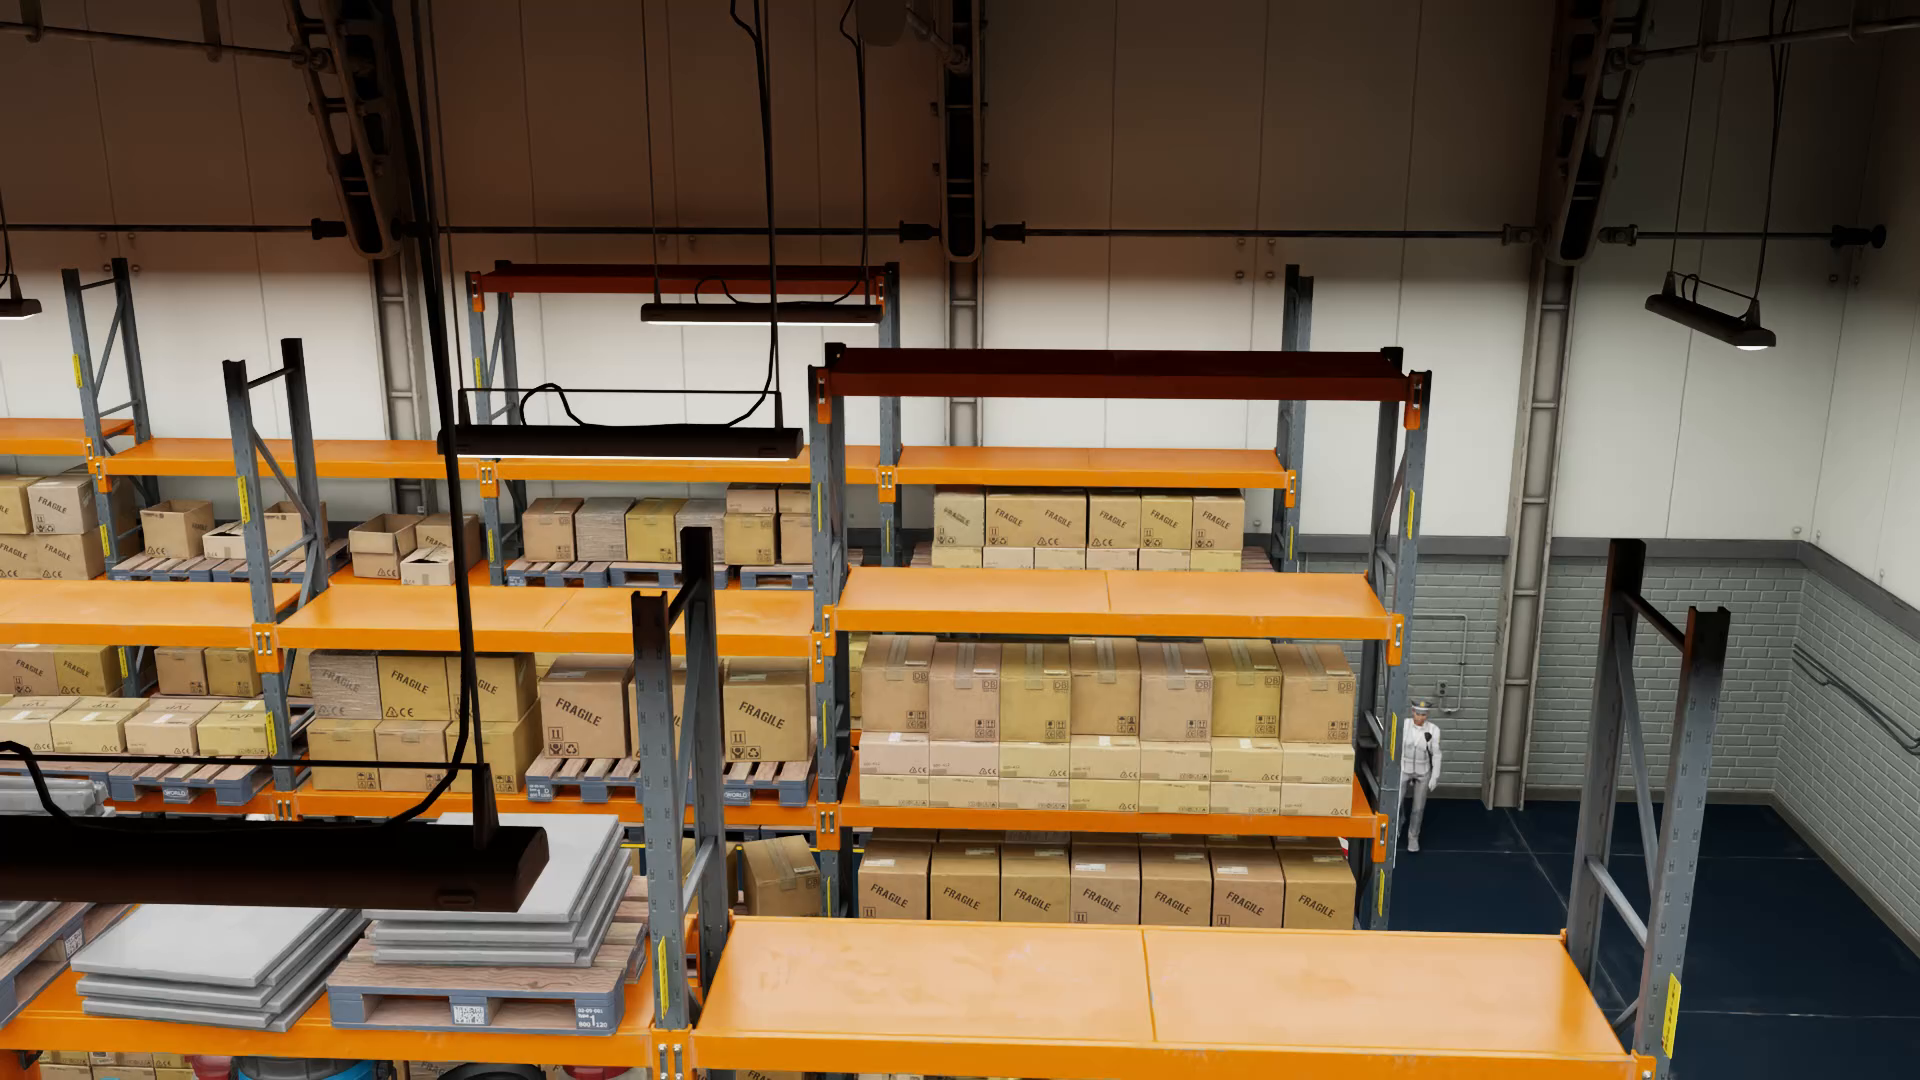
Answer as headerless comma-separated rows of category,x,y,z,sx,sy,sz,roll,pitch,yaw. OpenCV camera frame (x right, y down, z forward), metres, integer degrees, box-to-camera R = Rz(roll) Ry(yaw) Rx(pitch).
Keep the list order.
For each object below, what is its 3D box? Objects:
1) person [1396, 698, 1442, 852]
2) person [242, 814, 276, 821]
person,4.723,2.399,17.279,0.519,1.673,0.444,4,17,13
person,-6.518,2.948,15.526,1.031,1.602,0.525,4,17,13
